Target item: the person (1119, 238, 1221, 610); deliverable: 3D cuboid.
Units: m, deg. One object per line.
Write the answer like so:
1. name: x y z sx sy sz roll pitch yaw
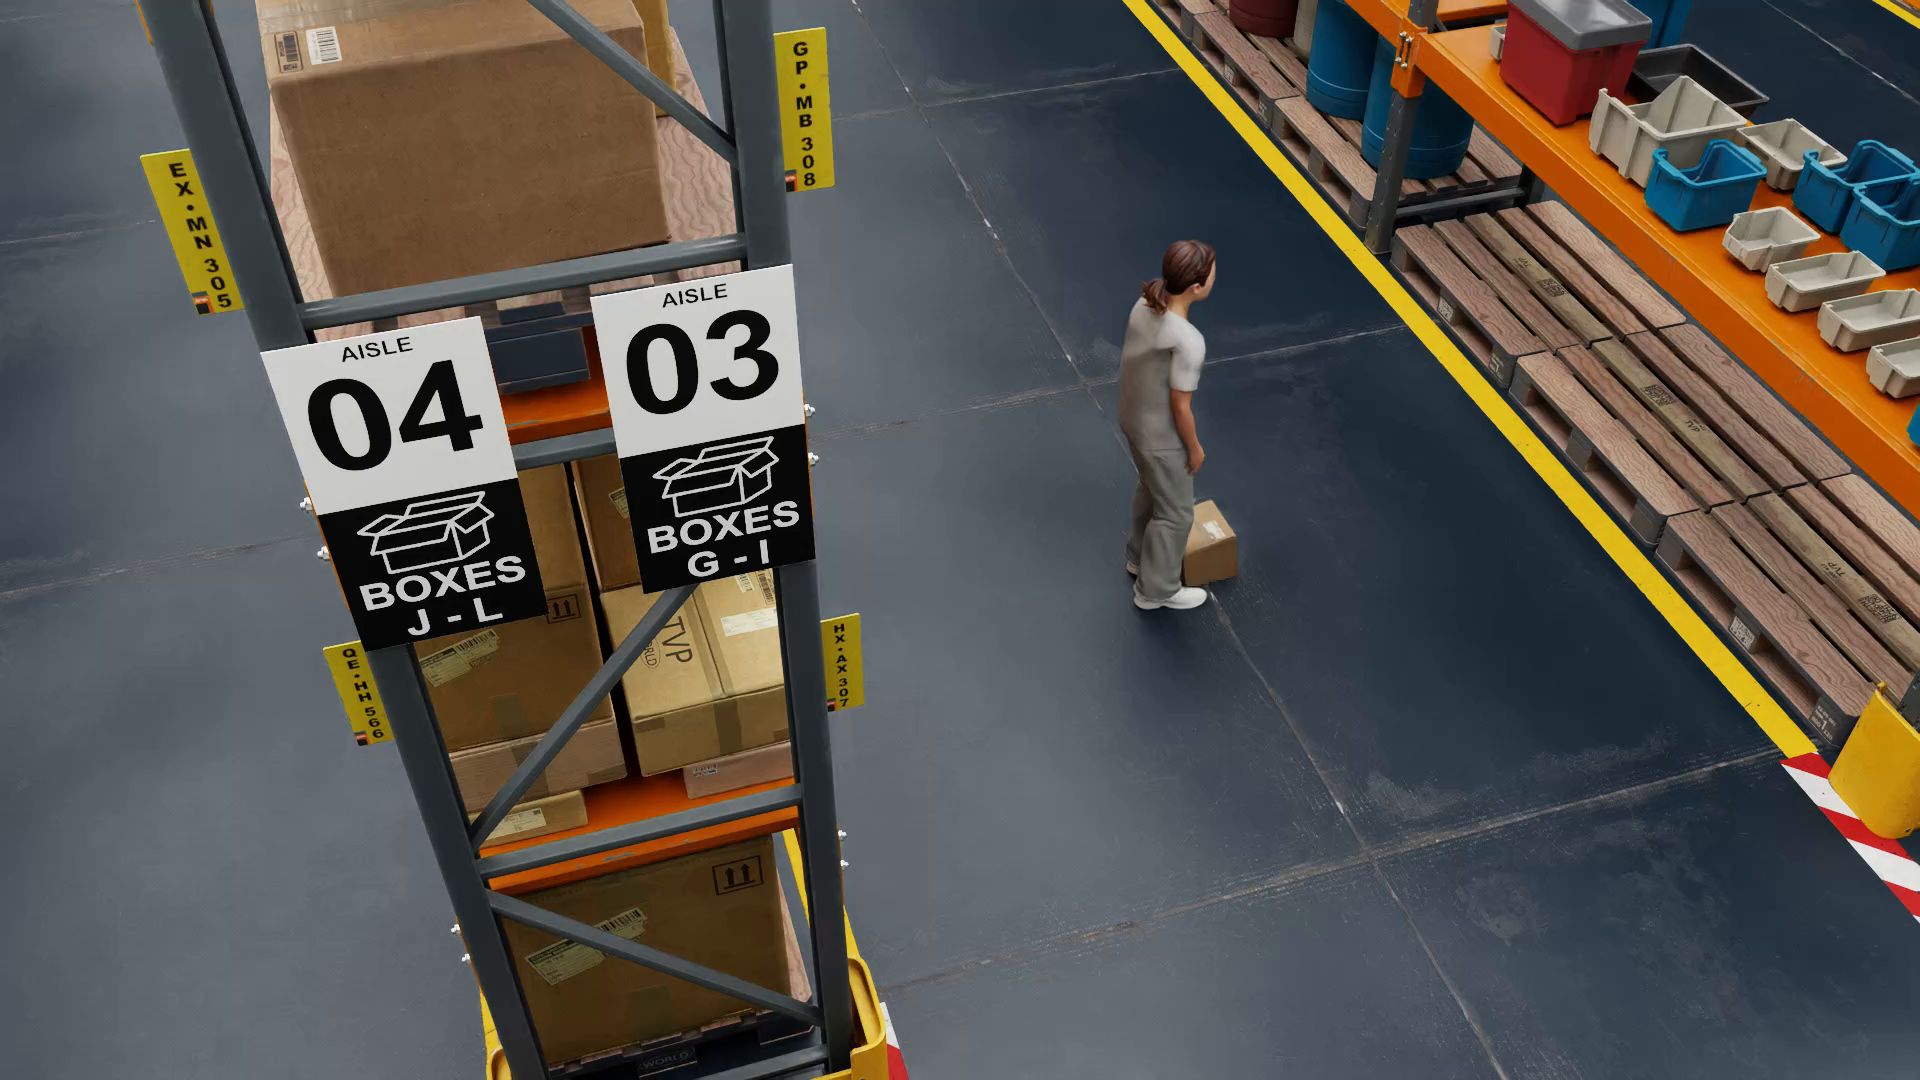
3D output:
1. person: 0.845 -0.461 6.670 0.405 1.669 0.499 -13 44 -14
